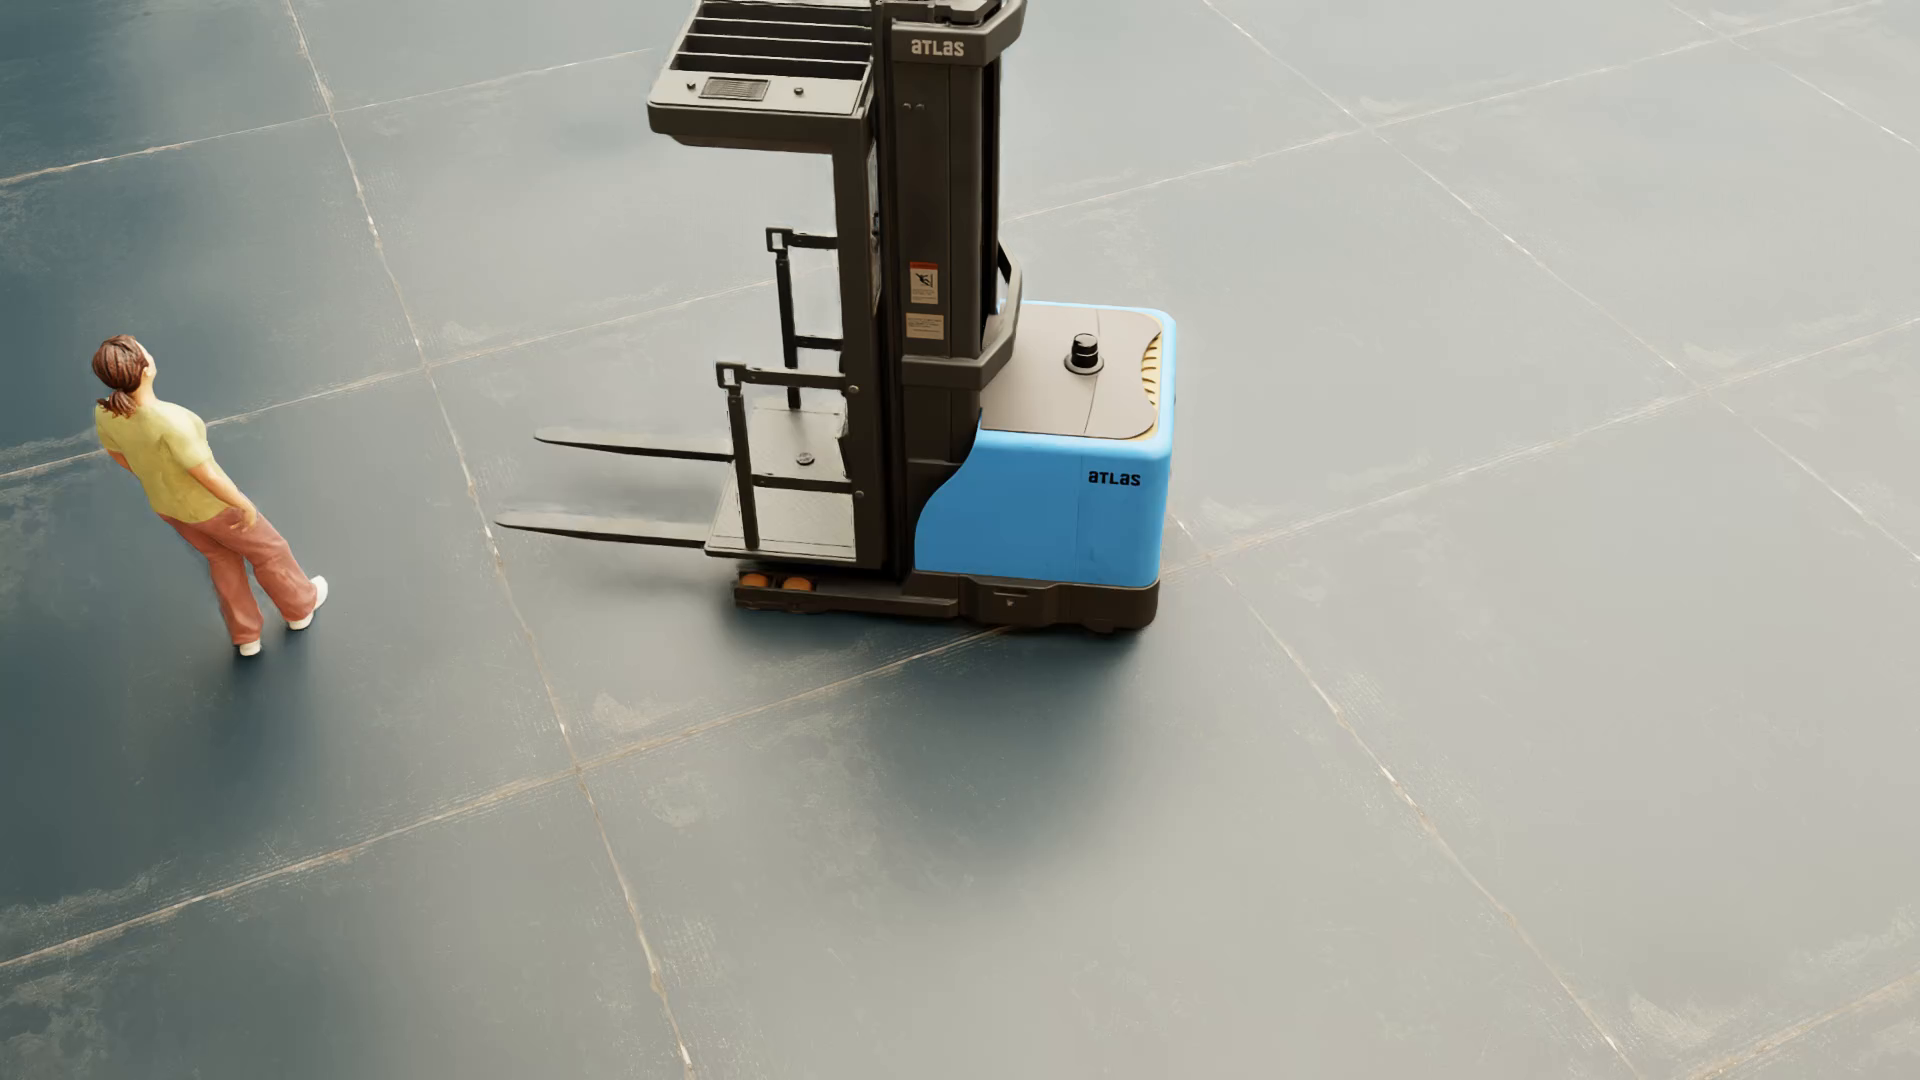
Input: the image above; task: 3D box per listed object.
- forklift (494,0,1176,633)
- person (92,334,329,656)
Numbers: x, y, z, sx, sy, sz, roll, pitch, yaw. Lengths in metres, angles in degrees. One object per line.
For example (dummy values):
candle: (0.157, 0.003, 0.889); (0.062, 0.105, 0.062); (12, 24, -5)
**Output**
forklift: (-0.587, -1.097, 6.855); (3.031, 2.935, 1.130); (5, 43, 5)
person: (-3.081, -0.227, 6.857); (0.557, 1.668, 0.620); (15, 45, 15)
